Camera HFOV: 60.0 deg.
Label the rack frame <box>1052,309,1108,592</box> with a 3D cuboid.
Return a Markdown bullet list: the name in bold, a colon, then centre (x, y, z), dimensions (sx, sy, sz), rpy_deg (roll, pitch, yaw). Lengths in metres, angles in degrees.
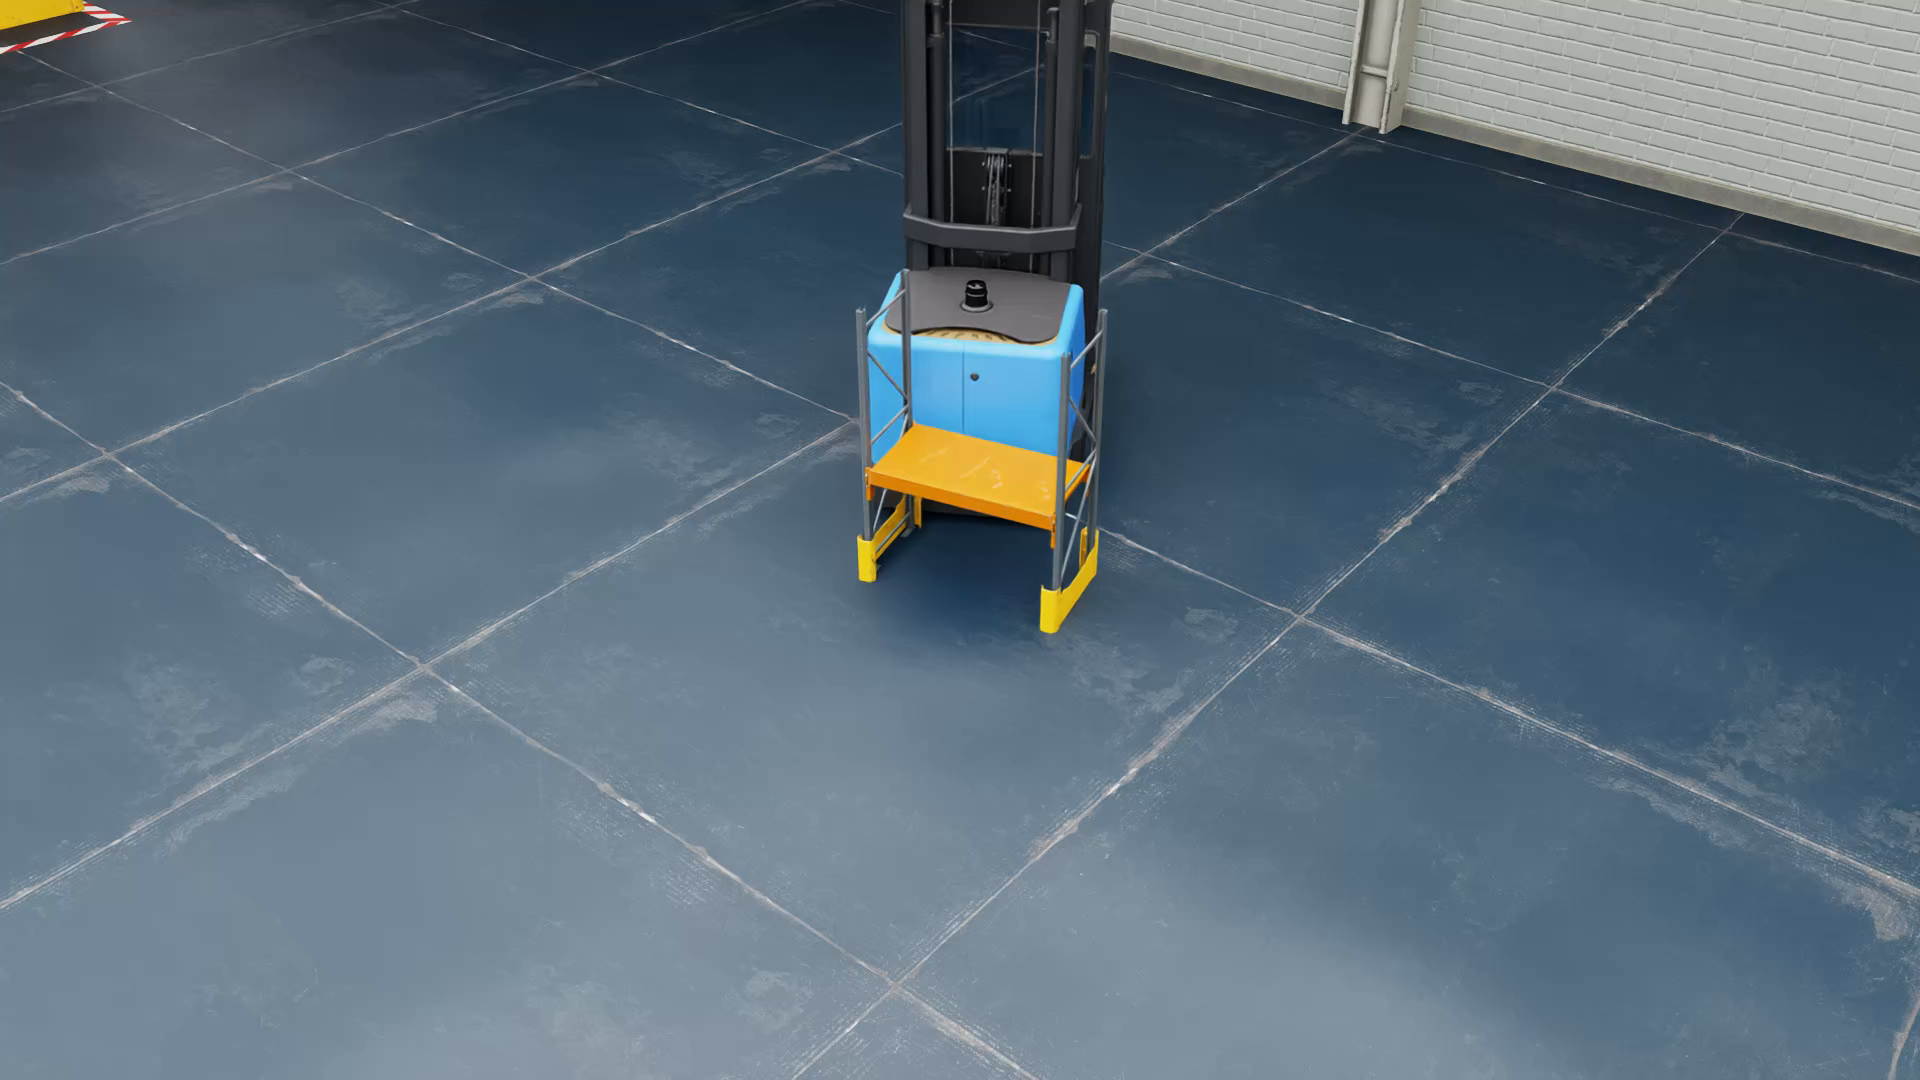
- **rack frame**: centre (0.561, -0.313, 7.882), dimensions (0.032, 1.500, 0.500), rpy_deg (15, 37, 20)

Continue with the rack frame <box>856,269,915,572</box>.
- **rack frame**: centre (-0.360, -0.557, 8.236), dimensions (0.032, 1.500, 0.500), rpy_deg (15, 37, 20)

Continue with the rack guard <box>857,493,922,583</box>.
- **rack guard**: centre (-0.359, -0.041, 8.589), dimensions (0.087, 0.250, 0.587), rpy_deg (15, 37, 20)

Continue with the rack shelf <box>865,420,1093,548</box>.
- **rack shelf**: centre (0.100, -0.287, 8.161), dimensions (1.000, 0.185, 0.538), rpy_deg (15, 37, 20)

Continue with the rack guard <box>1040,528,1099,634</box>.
- **rack guard**: centre (0.543, 0.197, 8.242), dimensions (0.087, 0.250, 0.587), rpy_deg (15, 37, 20)

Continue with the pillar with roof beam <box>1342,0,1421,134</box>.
- **pillar with roof beam**: centre (0.659, -5.289, 8.502), dimensions (0.400, 9.000, 9.100), rpy_deg (25, 42, 32)

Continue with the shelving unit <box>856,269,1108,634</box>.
- **shelving unit**: centre (0.092, -0.437, 8.062), dimensions (1.083, 1.500, 0.587), rpy_deg (15, 37, 20)

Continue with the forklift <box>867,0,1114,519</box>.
- **forklift**: centre (0.277, -2.127, 9.259), dimensions (1.130, 2.935, 3.031), rpy_deg (6, 35, 8)

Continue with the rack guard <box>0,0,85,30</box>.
- **rack guard**: centre (-9.082, -5.227, 15.920), dimensions (0.348, 0.500, 1.175), rpy_deg (25, 42, 32)
